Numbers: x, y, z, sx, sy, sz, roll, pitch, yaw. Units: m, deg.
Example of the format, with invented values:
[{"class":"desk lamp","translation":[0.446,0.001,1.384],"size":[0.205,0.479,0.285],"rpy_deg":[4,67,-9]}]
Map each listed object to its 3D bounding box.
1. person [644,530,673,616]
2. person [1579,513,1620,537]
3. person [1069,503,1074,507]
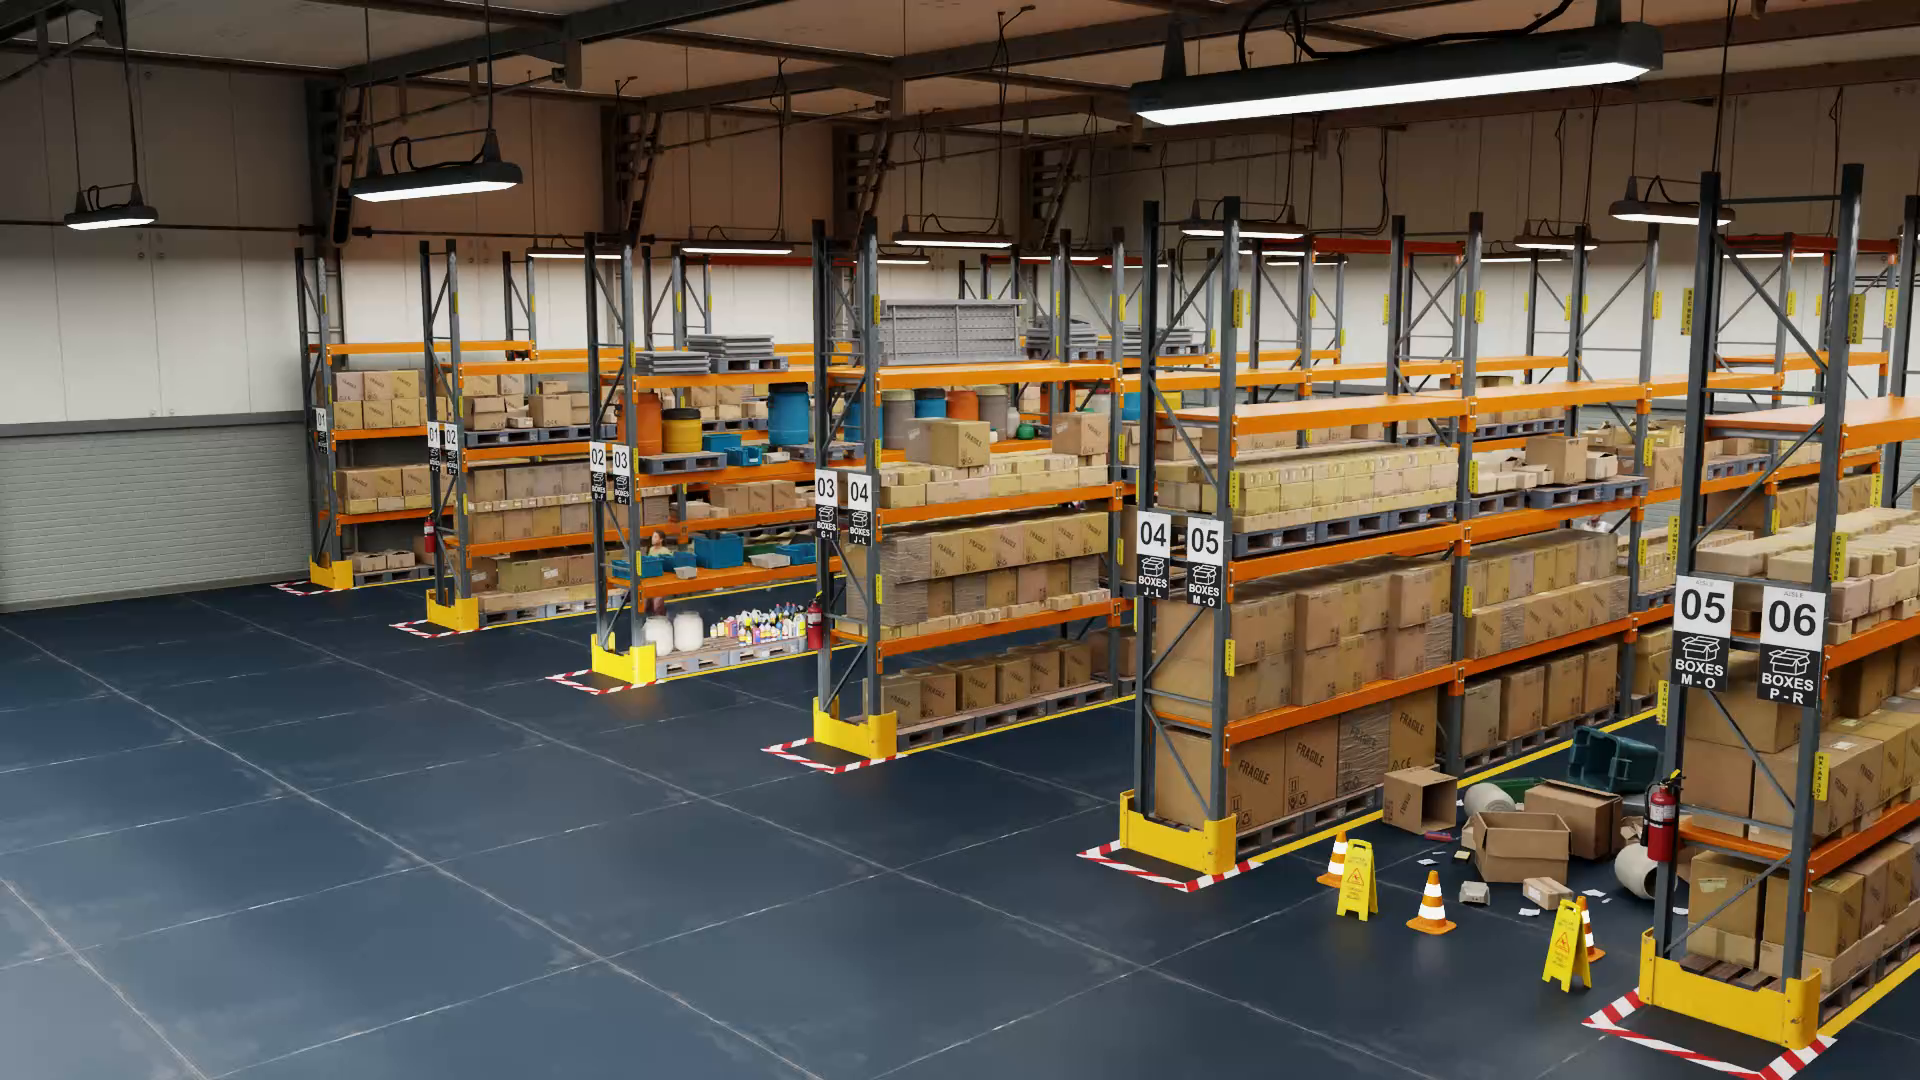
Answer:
[{"class":"person","translation":[-4.627,0.653,25.349],"size":[0.581,1.629,0.541],"rpy_deg":[5,10,32]},{"class":"person","translation":[10.467,0.291,27.403],"size":[0.656,1.760,0.633],"rpy_deg":[8,11,42]},{"class":"person","translation":[1.981,-0.445,32.587],"size":[0.631,1.711,0.834],"rpy_deg":[8,11,43]}]
